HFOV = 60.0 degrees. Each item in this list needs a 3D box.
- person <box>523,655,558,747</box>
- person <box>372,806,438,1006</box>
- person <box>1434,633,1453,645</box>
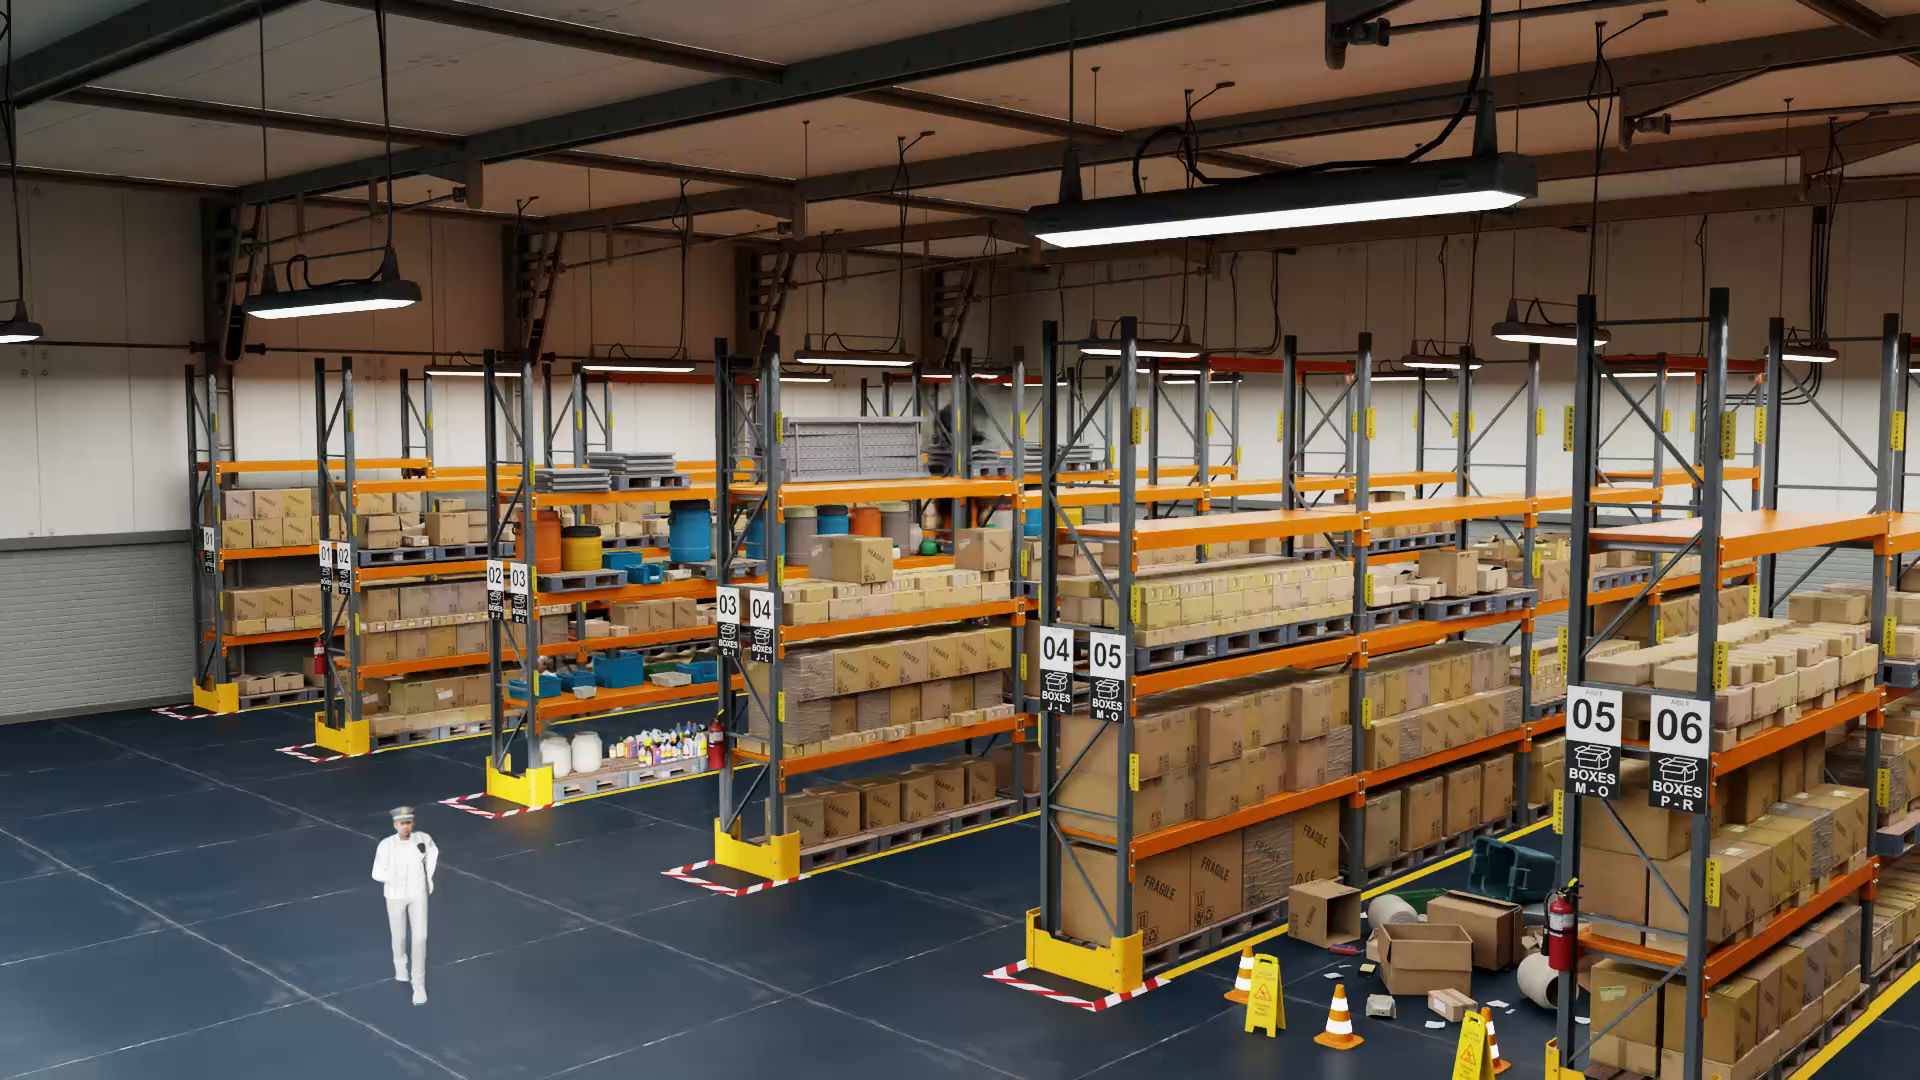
[{"bbox_3d":[-6.097,2.498,24.440,0.615,1.630,0.587,3,6,38],"label":"person"},{"bbox_3d":[-4.913,3.192,14.758,0.557,1.737,0.816,-1,5,-18],"label":"person"},{"bbox_3d":[7.882,2.206,26.761,0.689,1.771,0.962,3,5,35],"label":"person"}]
